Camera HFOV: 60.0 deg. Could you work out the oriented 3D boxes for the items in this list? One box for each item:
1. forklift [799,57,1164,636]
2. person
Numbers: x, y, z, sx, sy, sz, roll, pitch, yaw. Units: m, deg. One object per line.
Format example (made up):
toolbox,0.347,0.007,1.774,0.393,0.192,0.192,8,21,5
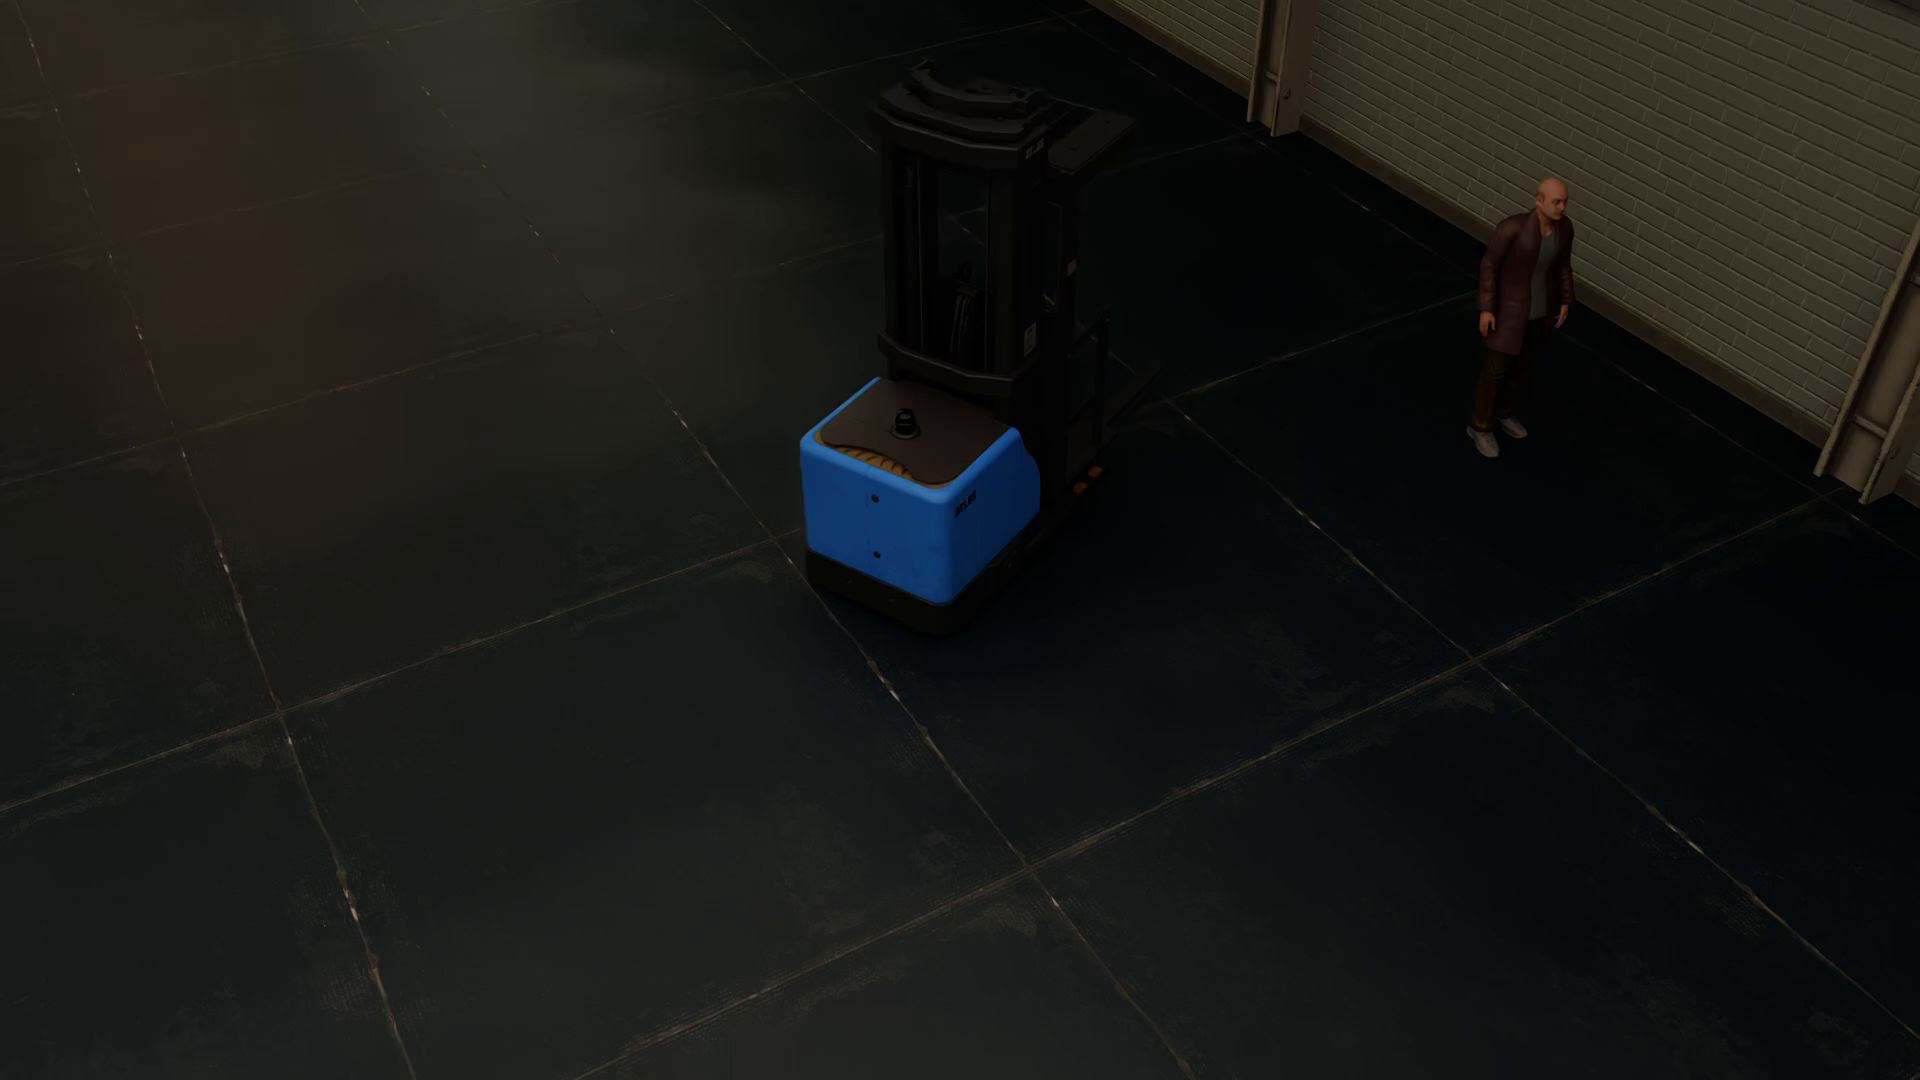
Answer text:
forklift,0.302,-1.486,9.828,1.130,2.935,3.031,23,45,25
person,3.661,-1.426,10.652,0.709,1.781,0.580,-13,41,-15
